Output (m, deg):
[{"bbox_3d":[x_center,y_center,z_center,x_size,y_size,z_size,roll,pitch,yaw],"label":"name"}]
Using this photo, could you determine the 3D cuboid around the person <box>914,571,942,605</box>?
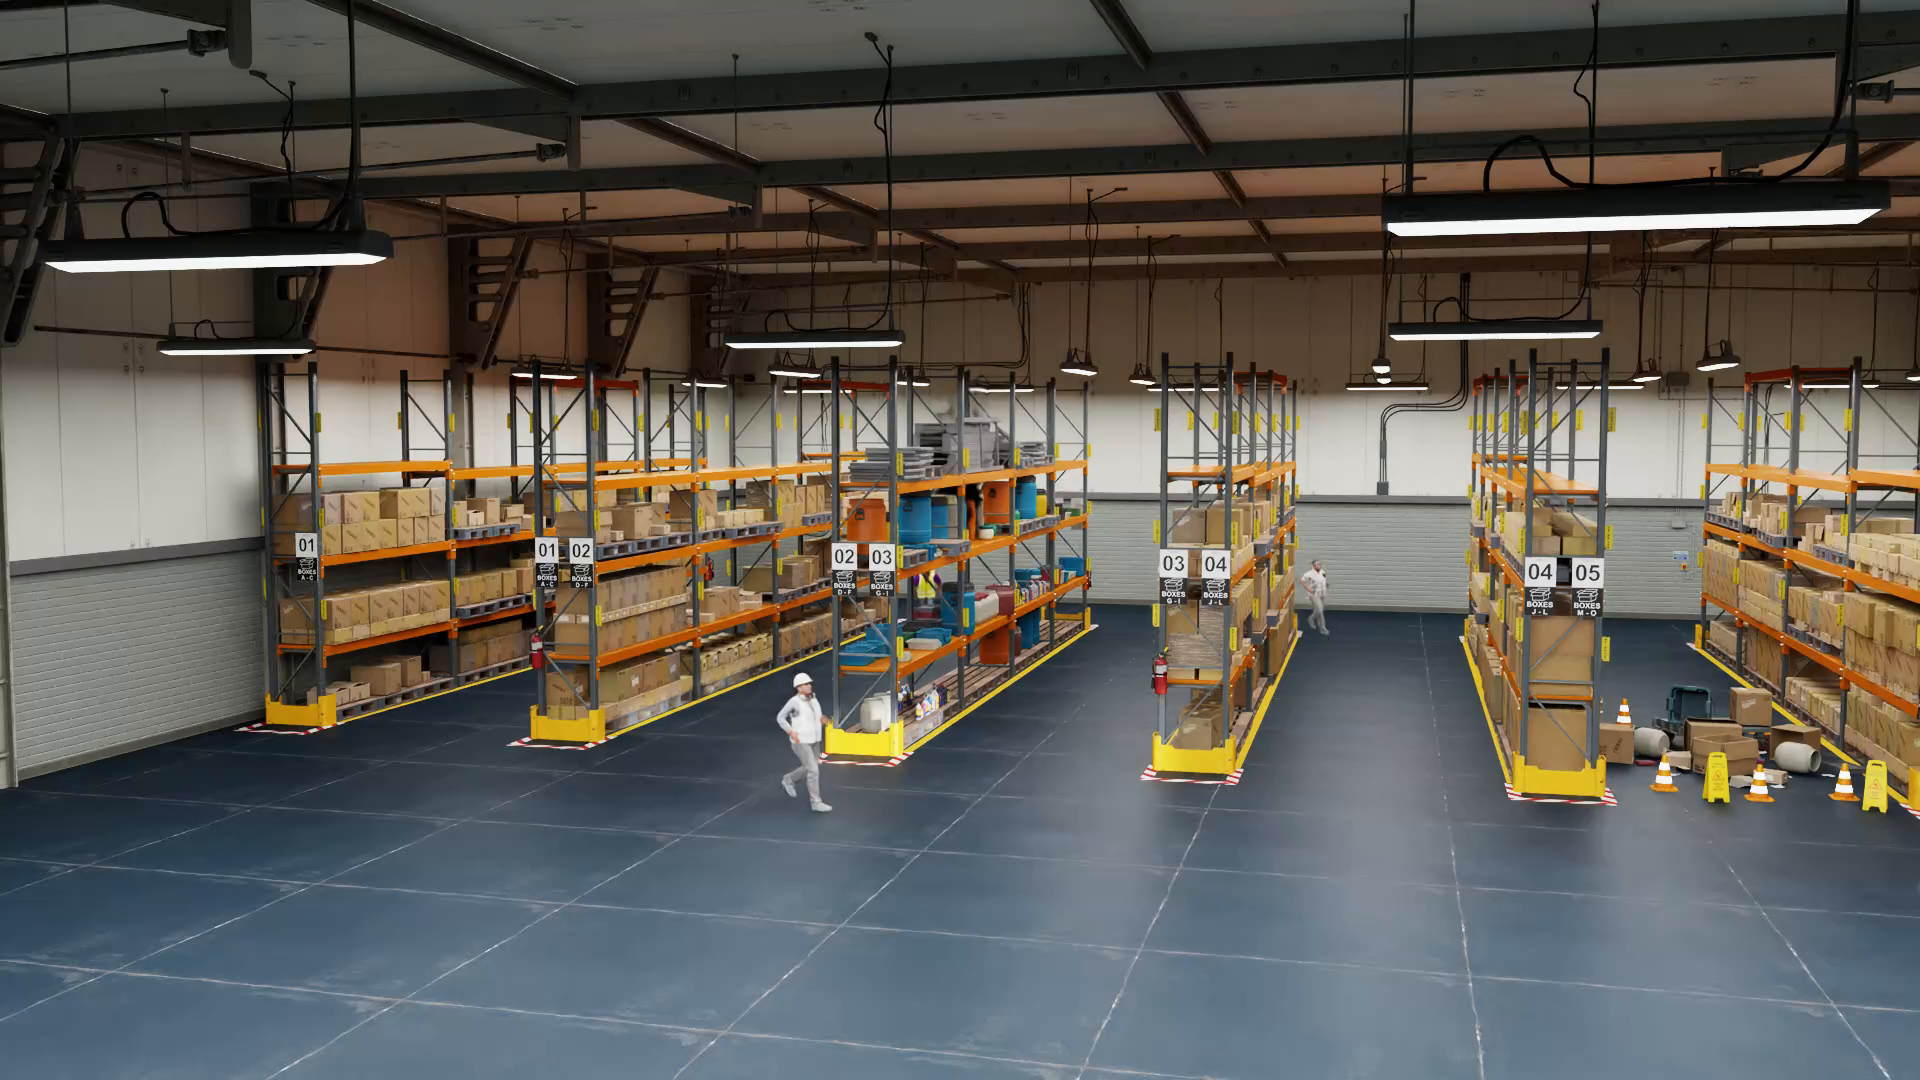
[{"bbox_3d":[-0.782,1.372,39.444,0.694,1.745,0.814,0,4,3],"label":"person"}]

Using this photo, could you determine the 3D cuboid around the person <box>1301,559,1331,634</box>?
[{"bbox_3d":[8.499,1.331,39.718,0.669,1.800,0.873,-2,5,-31],"label":"person"}]

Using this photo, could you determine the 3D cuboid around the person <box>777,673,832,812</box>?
[{"bbox_3d":[-2.012,2.600,21.542,0.930,1.750,0.666,3,5,35],"label":"person"}]
